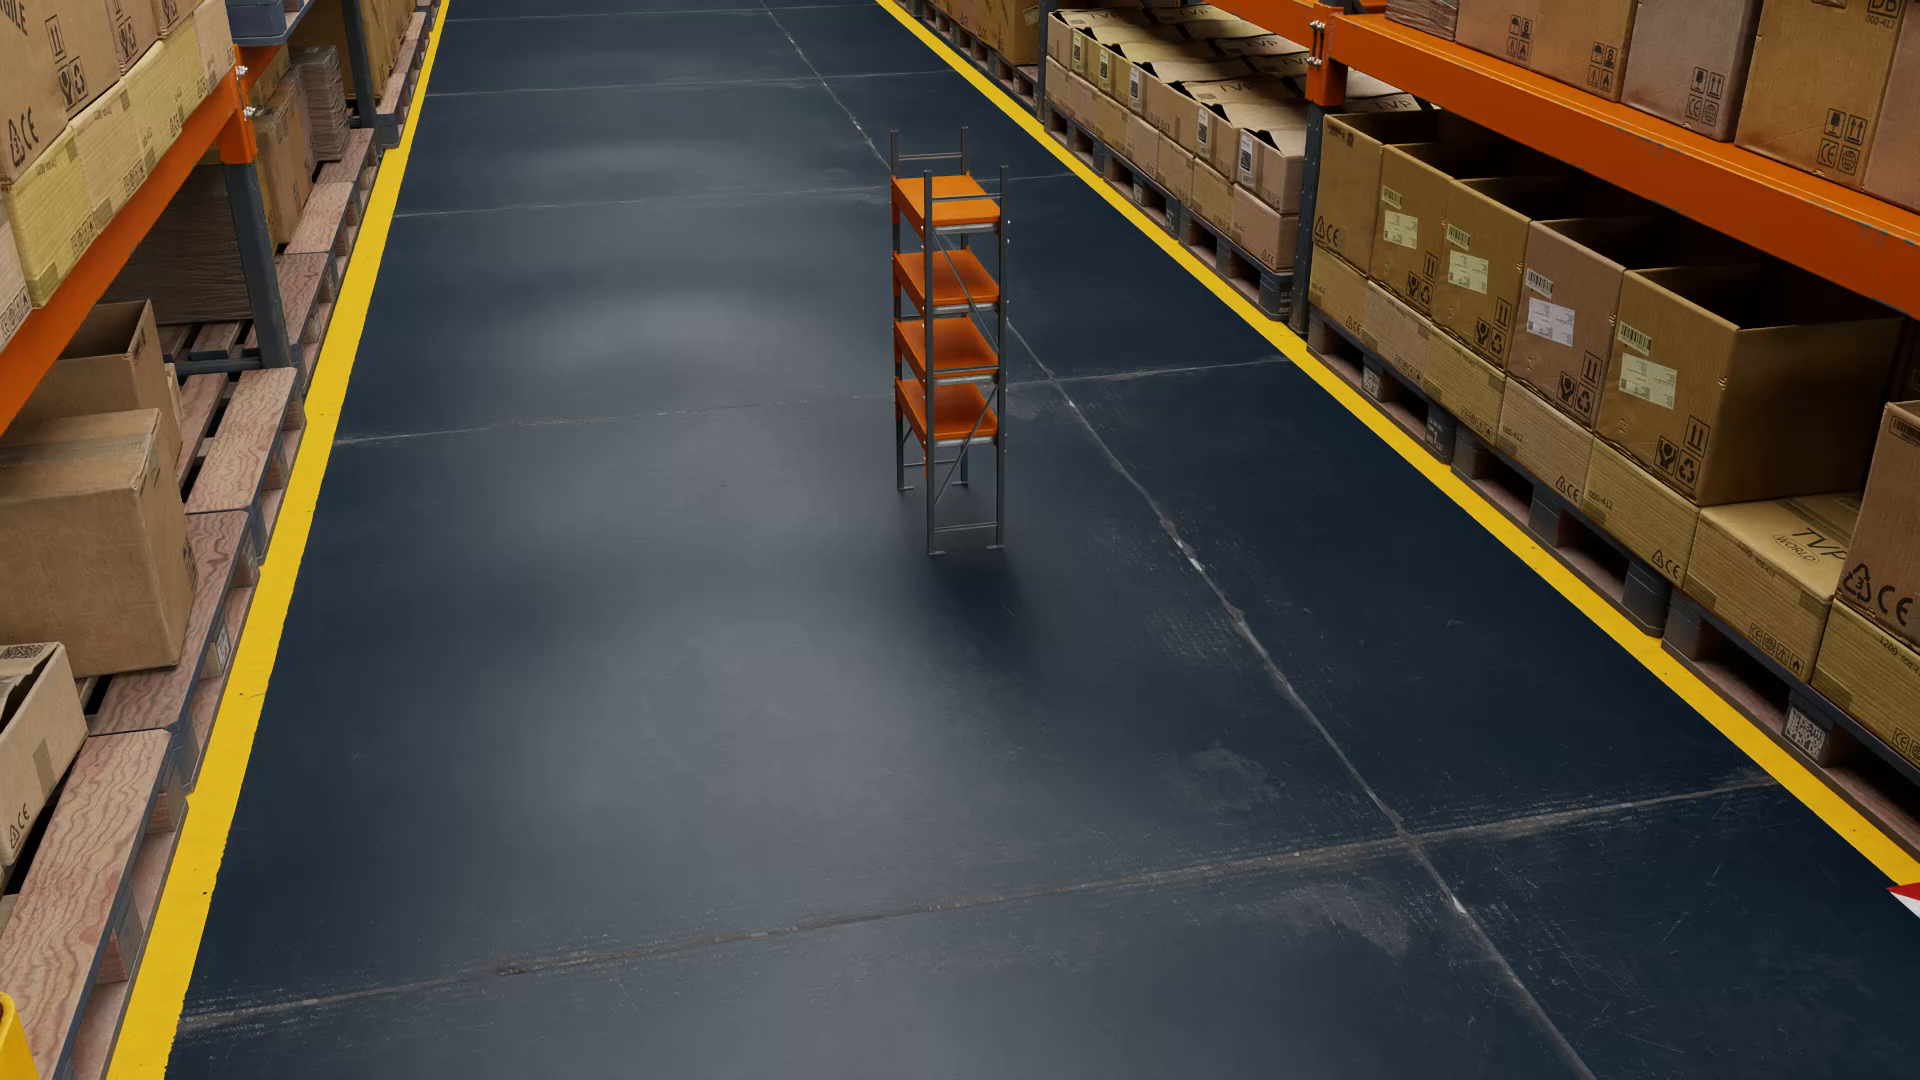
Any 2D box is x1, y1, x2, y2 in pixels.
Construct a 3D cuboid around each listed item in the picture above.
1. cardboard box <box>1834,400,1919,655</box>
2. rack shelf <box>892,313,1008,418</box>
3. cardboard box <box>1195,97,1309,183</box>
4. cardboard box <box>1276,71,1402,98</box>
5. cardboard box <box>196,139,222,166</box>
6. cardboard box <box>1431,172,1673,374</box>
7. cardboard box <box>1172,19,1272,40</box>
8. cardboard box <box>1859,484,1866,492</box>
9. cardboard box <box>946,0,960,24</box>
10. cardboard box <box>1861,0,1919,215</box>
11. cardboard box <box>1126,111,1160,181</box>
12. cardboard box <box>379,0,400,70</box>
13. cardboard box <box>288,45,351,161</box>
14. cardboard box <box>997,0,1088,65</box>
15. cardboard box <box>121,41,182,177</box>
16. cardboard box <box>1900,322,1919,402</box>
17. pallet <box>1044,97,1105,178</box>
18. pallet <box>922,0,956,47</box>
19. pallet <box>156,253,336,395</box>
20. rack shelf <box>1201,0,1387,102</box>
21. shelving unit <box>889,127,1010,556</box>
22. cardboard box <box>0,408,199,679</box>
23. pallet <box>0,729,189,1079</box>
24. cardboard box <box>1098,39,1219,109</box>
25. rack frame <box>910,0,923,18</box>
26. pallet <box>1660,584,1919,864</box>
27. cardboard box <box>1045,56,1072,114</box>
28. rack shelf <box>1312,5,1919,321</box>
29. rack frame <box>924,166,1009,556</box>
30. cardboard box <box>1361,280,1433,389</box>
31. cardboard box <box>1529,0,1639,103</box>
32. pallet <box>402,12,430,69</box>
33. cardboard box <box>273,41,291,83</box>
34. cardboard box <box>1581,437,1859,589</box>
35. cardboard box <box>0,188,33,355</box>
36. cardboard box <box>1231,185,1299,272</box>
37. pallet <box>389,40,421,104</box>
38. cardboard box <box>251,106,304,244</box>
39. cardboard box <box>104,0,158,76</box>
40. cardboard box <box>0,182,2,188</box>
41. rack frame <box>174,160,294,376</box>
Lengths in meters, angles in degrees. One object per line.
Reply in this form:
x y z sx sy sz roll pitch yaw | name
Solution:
2.377 -0.005 3.685 0.500 0.500 0.500 -6 27 -12 | cardboard box
-0.037 -0.548 5.154 0.258 0.148 0.480 -6 27 -12 | rack shelf
1.393 -1.848 7.546 0.500 0.311 0.500 -5 27 -10 | cardboard box
1.811 -2.126 8.096 0.500 0.311 0.500 -7 28 -13 | cardboard box
-3.223 -1.686 6.716 0.500 0.250 0.500 -7 28 -13 | cardboard box
1.912 -0.882 5.421 0.500 0.500 0.500 -6 27 -12 | cardboard box
1.467 -2.795 9.422 0.500 0.311 0.500 -6 27 -12 | cardboard box
2.655 -0.162 4.828 0.500 0.250 0.500 -6 27 -12 | cardboard box
0.192 -4.164 12.456 0.500 0.500 0.500 -6 27 -11 | cardboard box
2.572 -0.986 3.764 0.700 0.500 0.500 -5 27 -10 | cardboard box
1.169 -2.044 8.557 0.500 0.250 0.500 -5 27 -11 | cardboard box
-4.069 -3.462 10.700 0.750 0.750 0.750 -6 27 -12 | cardboard box
-3.627 -2.282 8.729 0.700 0.500 0.500 -6 27 -11 | cardboard box
0.546 -3.485 11.111 0.500 0.500 0.500 -5 27 -10 | cardboard box
-2.304 -1.083 4.210 0.500 0.250 0.500 -6 27 -12 | cardboard box
2.769 -0.277 4.224 0.500 0.500 0.500 -6 27 -12 | cardboard box
1.133 -2.407 9.785 1.003 0.211 1.213 -6 27 -12 | pallet
0.304 -4.175 13.288 1.003 0.211 1.213 -6 27 -12 | pallet
-3.116 -0.853 6.707 1.003 0.211 1.213 -6 27 -12 | pallet
1.436 -2.818 8.303 1.077 0.370 4.000 -6 27 -12 | rack shelf
-0.037 -0.608 5.124 0.258 1.200 0.503 -6 27 -12 | shelving unit
-2.351 0.029 4.150 0.700 0.500 0.500 -8 28 -15 | cardboard box
-2.203 0.851 3.331 1.003 0.211 1.213 -6 27 -12 | pallet
1.056 -2.514 8.865 0.500 0.311 0.500 -7 28 -13 | cardboard box
0.084 -5.773 13.359 1.000 3.000 0.127 -6 27 -12 | rack frame
2.575 0.408 4.207 1.003 0.211 1.213 -6 27 -12 | pallet
0.817 -2.718 9.891 0.500 0.250 0.500 -6 27 -12 | cardboard box
2.337 -1.062 4.824 1.077 0.370 4.000 -6 27 -12 | rack shelf
0.018 -0.501 4.911 0.240 1.200 0.015 -6 27 -12 | rack frame
1.803 -0.767 6.026 0.500 0.250 0.500 -6 27 -12 | cardboard box
2.227 -1.660 5.100 0.700 0.500 0.500 -6 27 -11 | cardboard box
-4.494 -3.693 12.332 1.003 0.211 1.213 -6 27 -12 | pallet
-3.560 -2.361 8.052 0.500 0.250 0.500 -5 27 -11 | cardboard box
2.141 -0.108 4.721 0.500 0.250 0.500 -6 27 -12 | cardboard box
-1.969 -0.416 2.889 0.500 0.250 0.500 -7 28 -13 | cardboard box
1.511 -1.374 7.229 0.500 0.250 0.500 -6 27 -12 | cardboard box
-4.216 -3.156 11.269 1.003 0.211 1.213 -6 27 -12 | pallet
-3.362 -1.608 7.394 0.700 0.500 0.500 -6 27 -11 | cardboard box
-2.310 -1.417 4.040 0.500 0.500 0.500 -7 28 -13 | cardboard box
-1.954 -0.736 2.690 0.500 0.500 0.500 -6 27 -11 | cardboard box
-2.939 -1.757 5.402 1.000 3.000 0.127 -6 27 -12 | rack frame
